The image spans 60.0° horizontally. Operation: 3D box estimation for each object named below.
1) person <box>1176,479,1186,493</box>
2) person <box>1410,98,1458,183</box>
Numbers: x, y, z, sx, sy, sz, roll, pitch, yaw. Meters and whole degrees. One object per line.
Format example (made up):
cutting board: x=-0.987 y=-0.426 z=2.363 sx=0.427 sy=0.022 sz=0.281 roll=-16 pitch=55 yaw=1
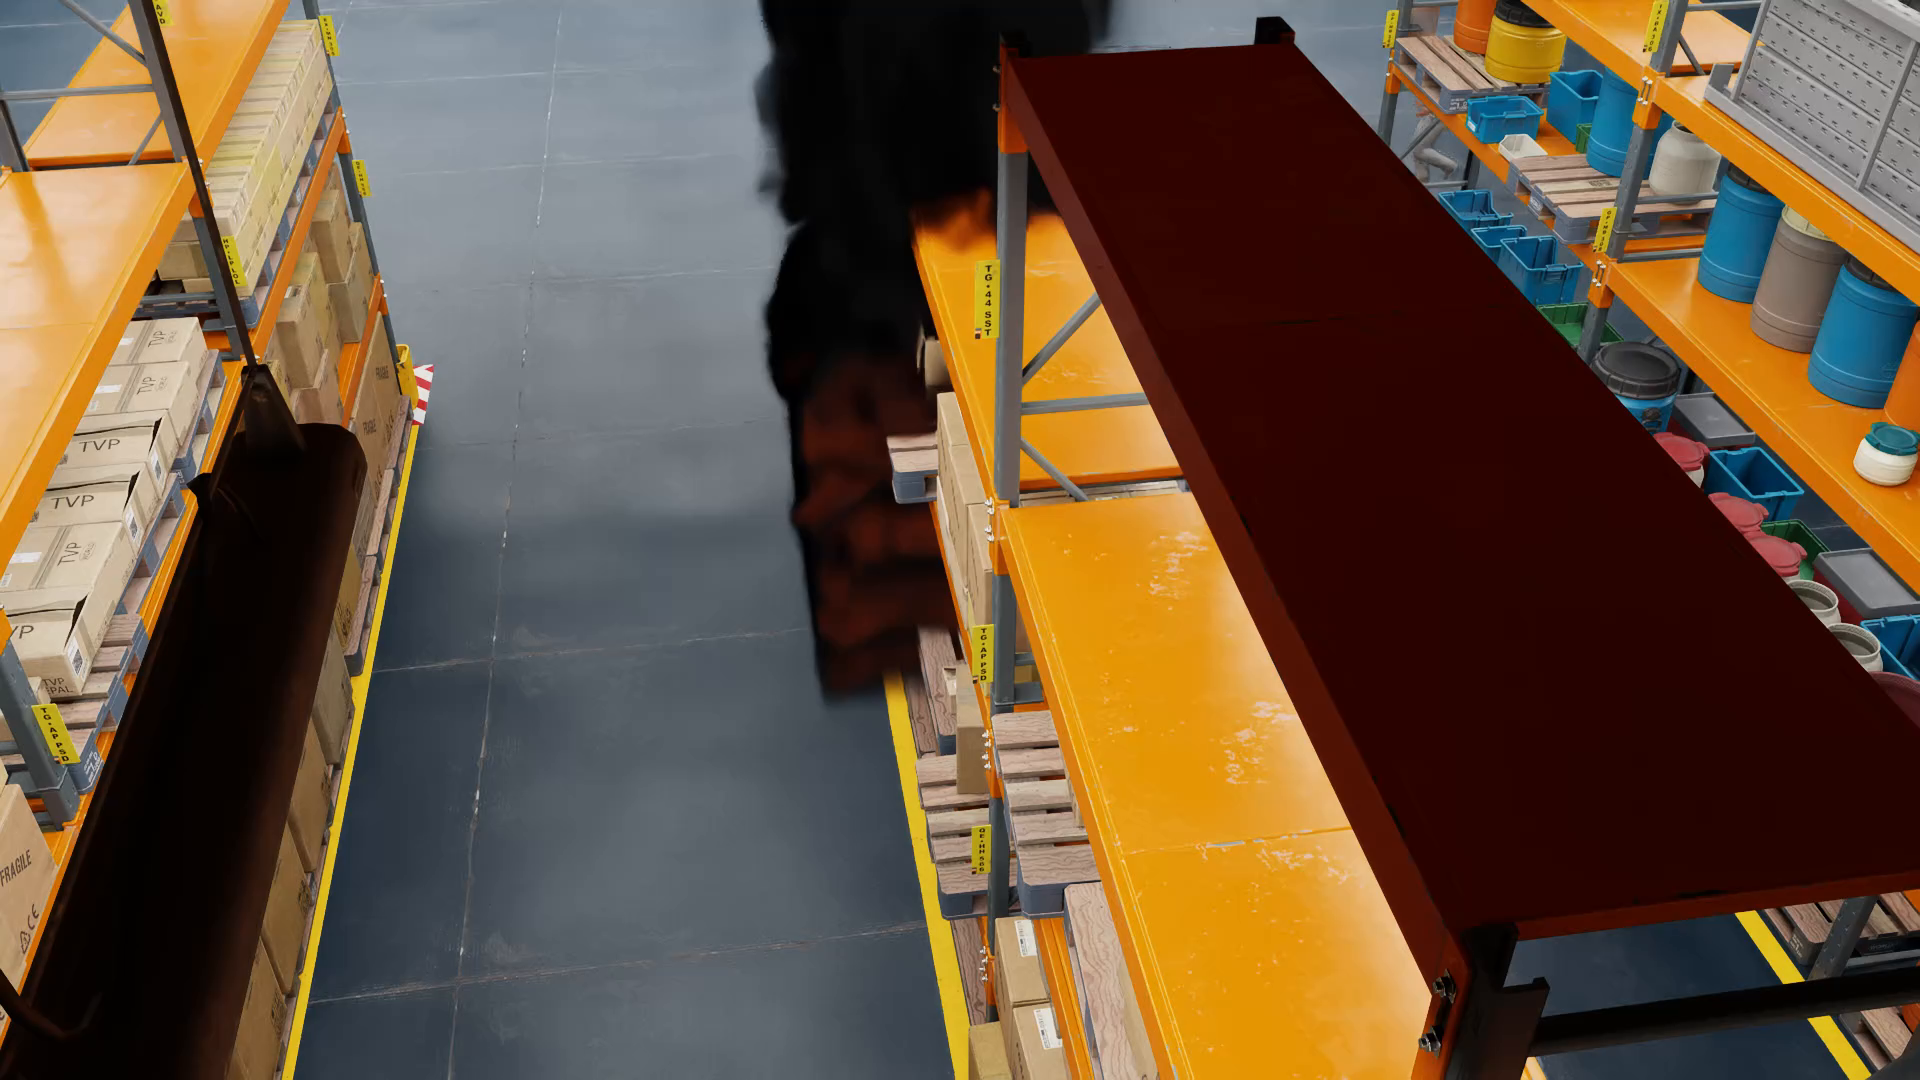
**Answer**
person: x=1.444 y=-0.372 z=12.145 sx=0.524 sy=1.587 sz=0.543 roll=-7 pitch=37 yaw=-10
person: x=5.312 y=-4.707 z=18.475 sx=0.557 sy=1.639 sz=0.574 roll=10 pitch=37 yaw=13
